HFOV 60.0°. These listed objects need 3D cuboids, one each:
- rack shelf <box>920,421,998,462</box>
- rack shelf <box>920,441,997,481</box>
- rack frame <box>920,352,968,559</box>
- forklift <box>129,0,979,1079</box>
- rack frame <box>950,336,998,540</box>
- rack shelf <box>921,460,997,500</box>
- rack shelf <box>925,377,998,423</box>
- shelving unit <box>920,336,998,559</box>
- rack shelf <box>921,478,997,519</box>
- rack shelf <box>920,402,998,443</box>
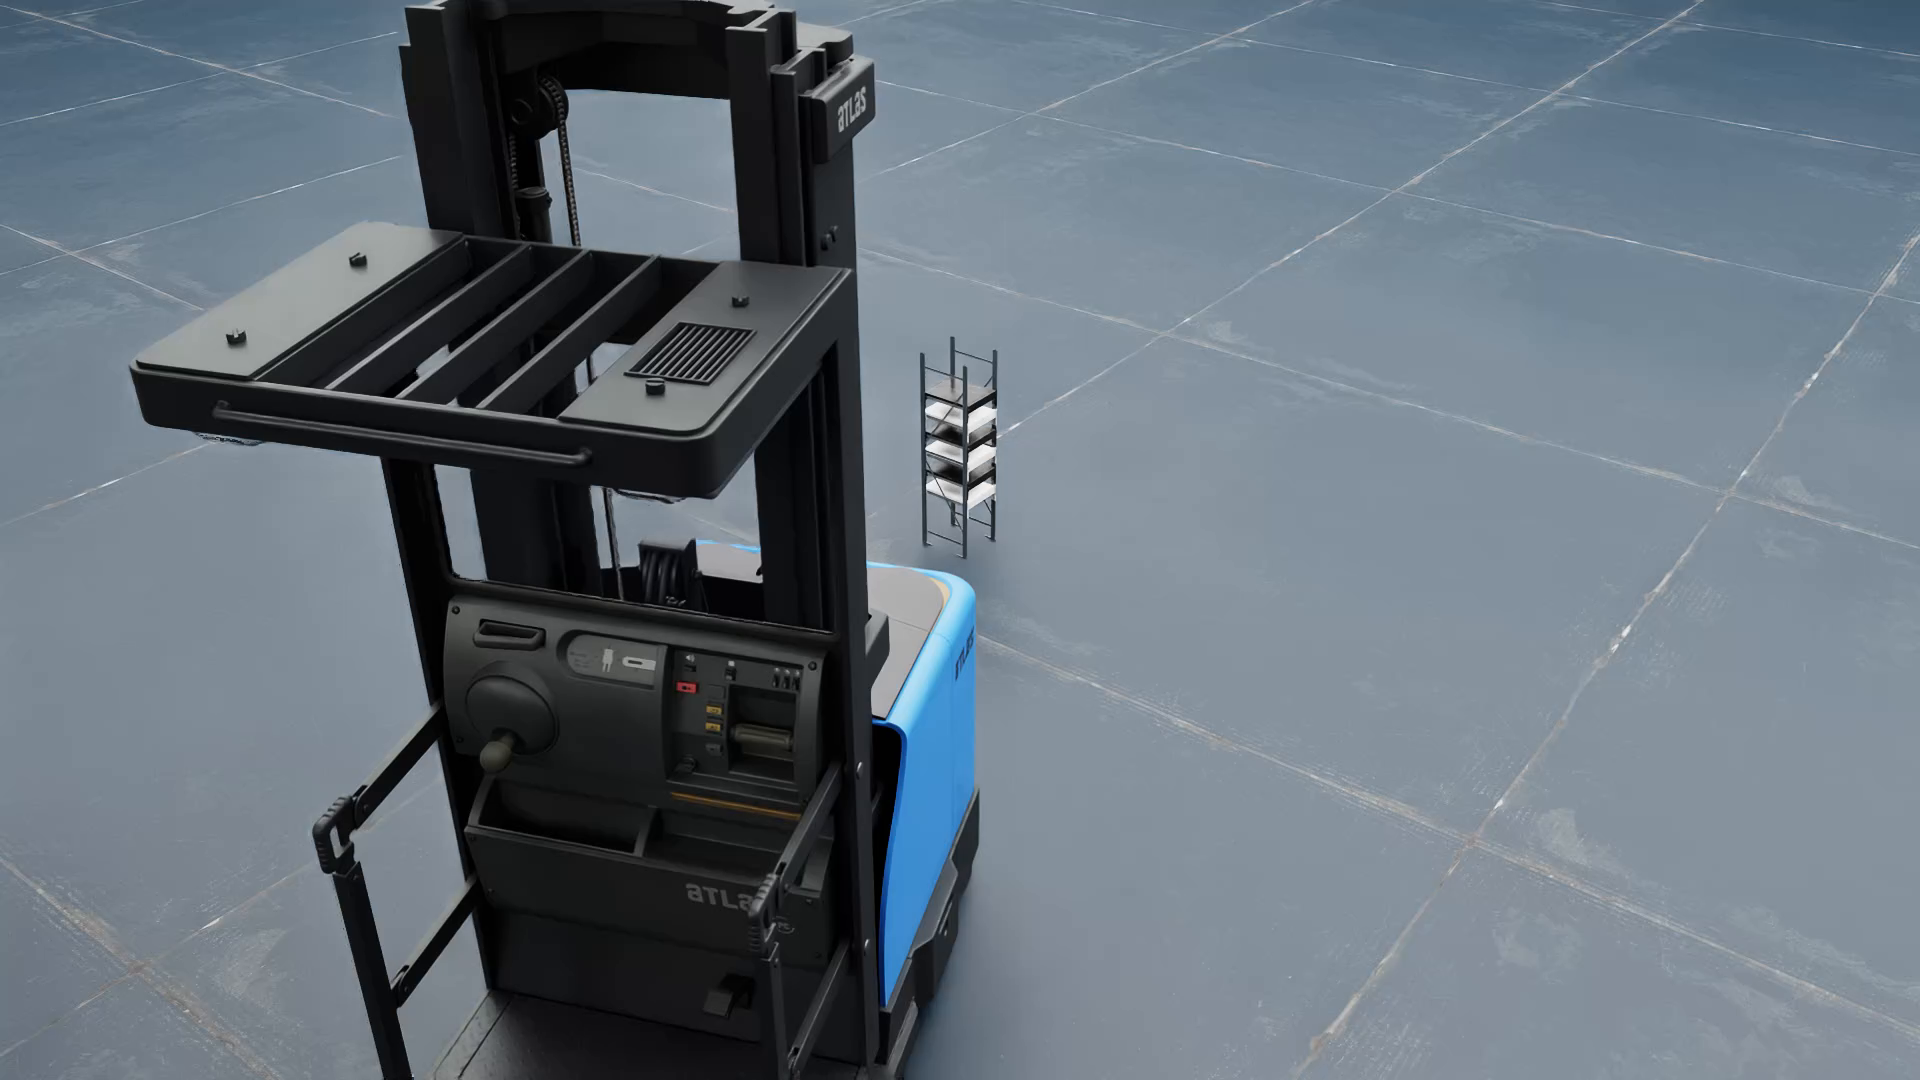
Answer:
[{"bbox_3d":[-0.005,-0.433,6.986,0.258,0.077,0.200,21,37,31],"label":"rack shelf"},{"bbox_3d":[-0.005,-0.355,7.032,0.258,0.077,0.200,21,37,31],"label":"rack shelf"},{"bbox_3d":[-0.066,-0.343,6.945,0.240,0.900,0.006,21,37,31],"label":"rack frame"},{"bbox_3d":[-0.812,0.430,3.650,1.130,2.935,3.031,8,32,13],"label":"forklift"},{"bbox_3d":[0.056,-0.425,7.085,0.240,0.900,0.006,21,37,31],"label":"rack frame"},{"bbox_3d":[-0.005,-0.278,7.078,0.258,0.077,0.200,21,37,31],"label":"rack shelf"},{"bbox_3d":[-0.005,-0.587,6.894,0.258,0.077,0.200,21,37,31],"label":"rack shelf"},{"bbox_3d":[-0.005,-0.384,7.015,0.258,0.900,0.210,21,37,31],"label":"shelving unit"},{"bbox_3d":[-0.005,-0.200,7.124,0.258,0.077,0.200,21,37,31],"label":"rack shelf"},{"bbox_3d":[-0.005,-0.510,6.940,0.258,0.077,0.200,21,37,31],"label":"rack shelf"}]
